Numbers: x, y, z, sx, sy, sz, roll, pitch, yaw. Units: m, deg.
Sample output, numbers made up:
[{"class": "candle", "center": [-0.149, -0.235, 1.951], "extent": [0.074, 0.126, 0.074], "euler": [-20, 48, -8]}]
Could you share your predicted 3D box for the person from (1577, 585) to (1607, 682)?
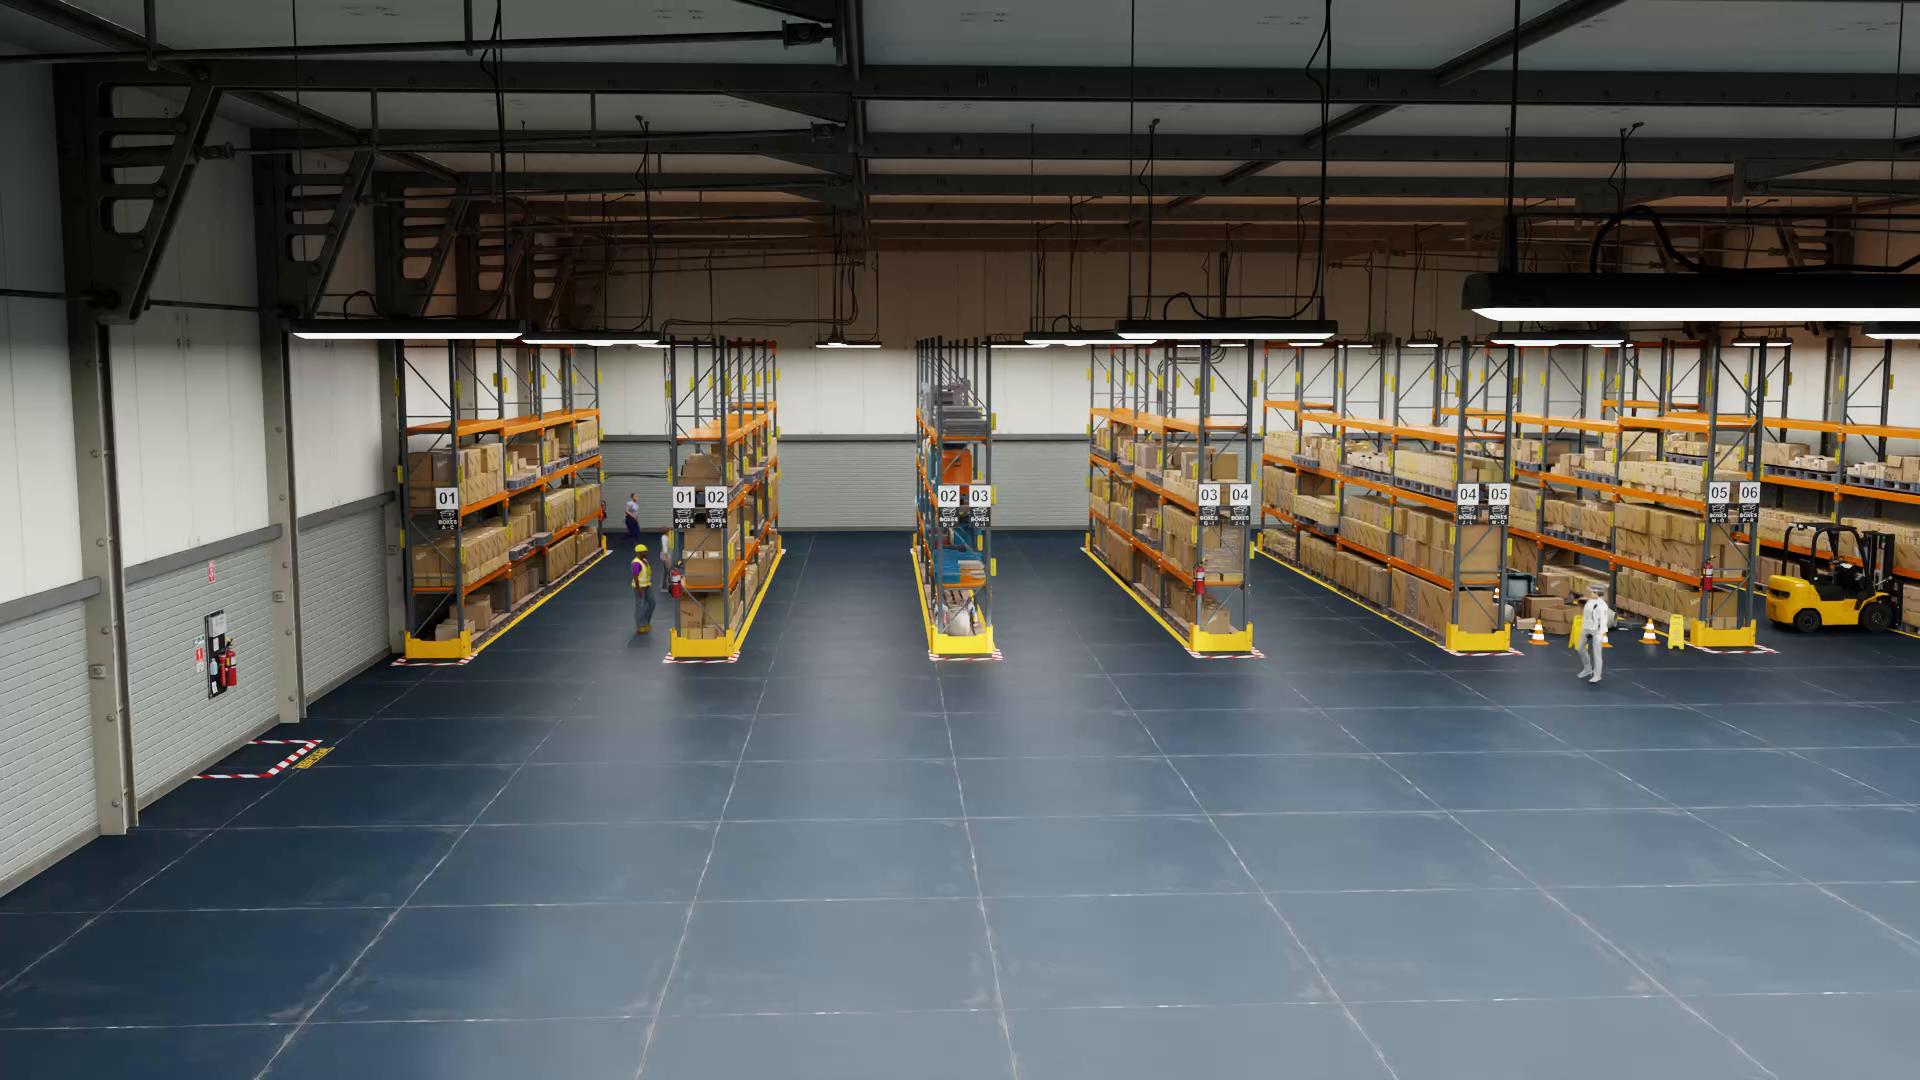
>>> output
[{"class": "person", "center": [11.017, 1.614, 28.986], "extent": [0.400, 1.698, 0.589], "euler": [-4, 8, -30]}]

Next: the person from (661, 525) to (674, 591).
[{"class": "person", "center": [-6.892, 0.451, 39.407], "extent": [0.398, 1.589, 0.468], "euler": [-2, 7, -18]}]

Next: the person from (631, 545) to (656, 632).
[{"class": "person", "center": [-6.517, 1.000, 34.041], "extent": [0.422, 1.813, 0.585], "euler": [3, 7, 26]}]

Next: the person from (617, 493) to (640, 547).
[{"class": "person", "center": [-9.666, -0.569, 48.516], "extent": [0.654, 1.630, 0.613], "euler": [0, 6, -2]}]
